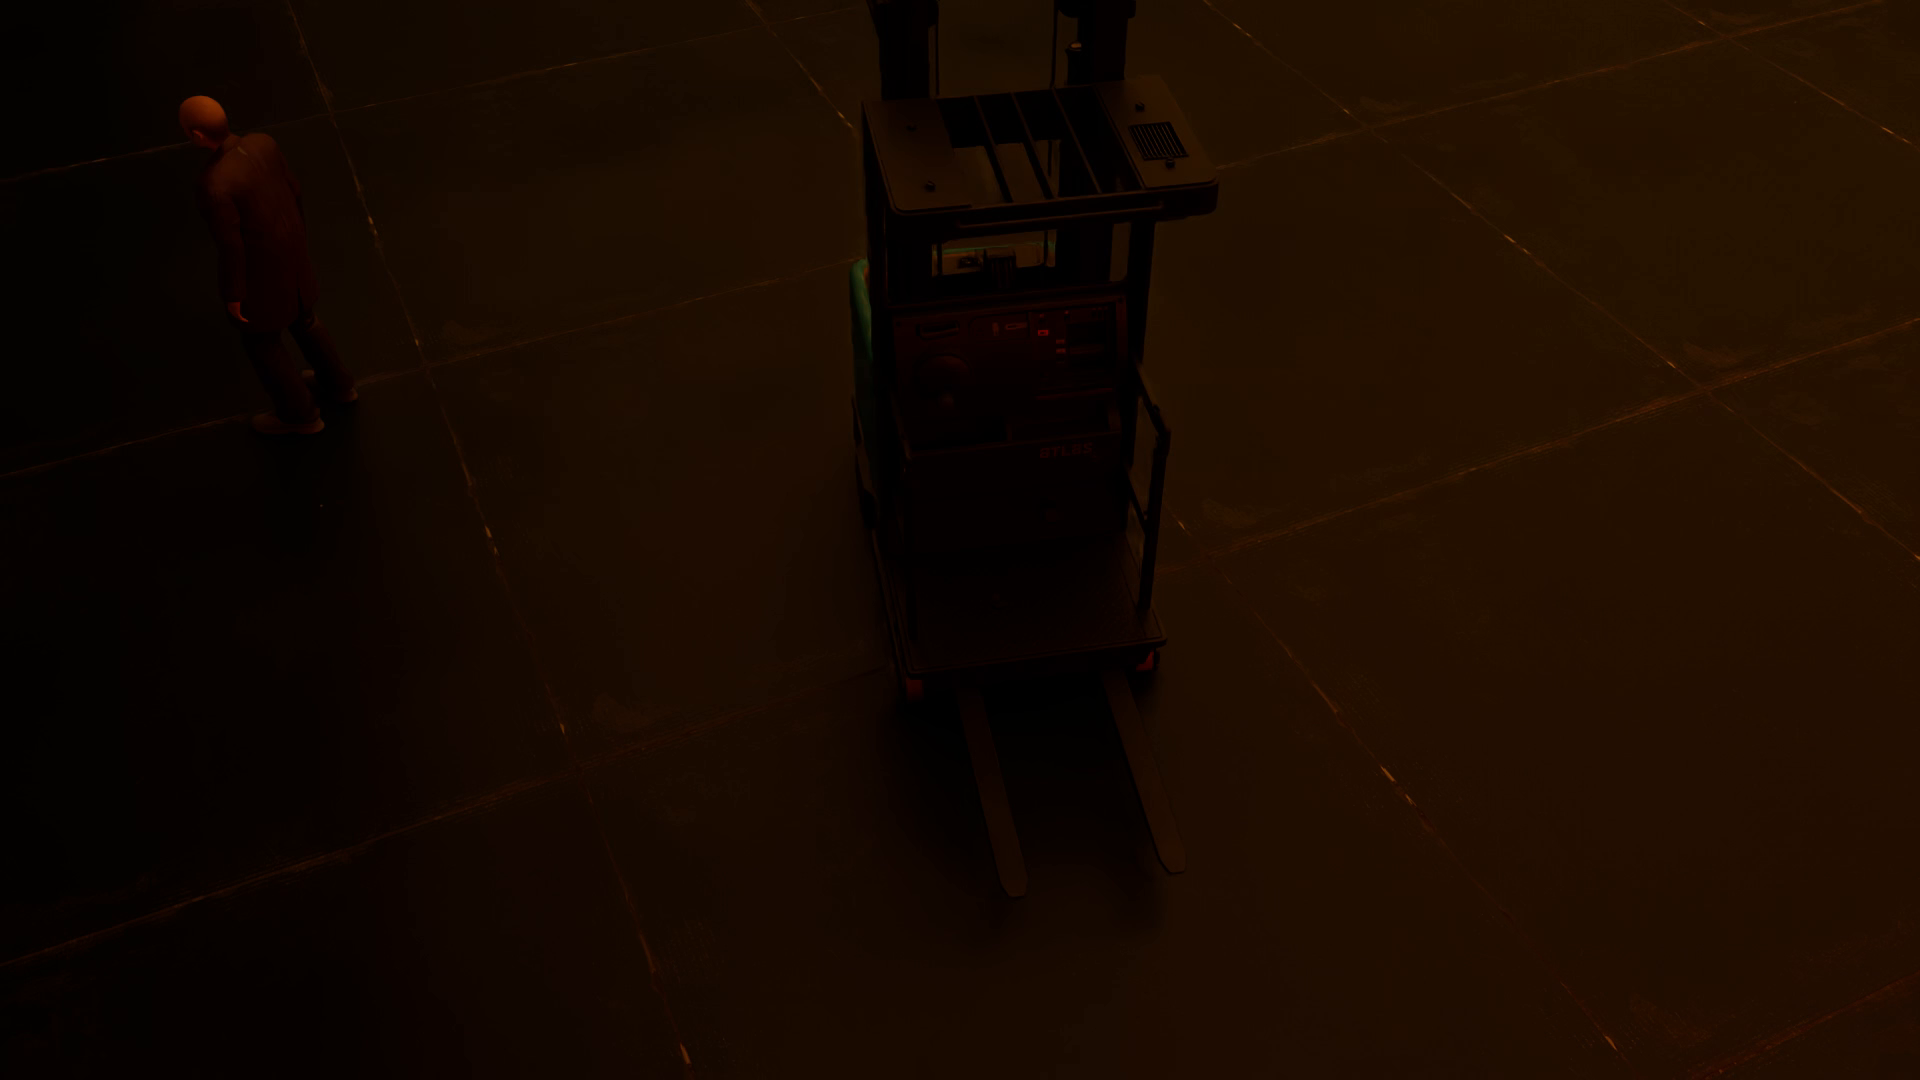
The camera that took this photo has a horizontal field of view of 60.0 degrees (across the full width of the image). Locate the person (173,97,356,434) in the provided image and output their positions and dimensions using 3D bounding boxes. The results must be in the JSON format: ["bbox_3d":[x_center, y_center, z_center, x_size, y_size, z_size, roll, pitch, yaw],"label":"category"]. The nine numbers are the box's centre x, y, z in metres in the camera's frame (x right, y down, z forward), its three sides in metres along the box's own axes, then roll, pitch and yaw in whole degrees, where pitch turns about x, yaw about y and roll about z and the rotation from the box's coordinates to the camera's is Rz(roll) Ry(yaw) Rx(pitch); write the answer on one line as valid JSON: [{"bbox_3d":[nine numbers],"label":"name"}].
[{"bbox_3d":[-3.327,-1.290,7.910,0.429,1.774,0.653,10,44,11],"label":"person"}]

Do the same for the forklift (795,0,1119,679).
[{"bbox_3d":[0.088,-1.495,7.282,1.130,2.935,3.031,7,43,7],"label":"forklift"}]
